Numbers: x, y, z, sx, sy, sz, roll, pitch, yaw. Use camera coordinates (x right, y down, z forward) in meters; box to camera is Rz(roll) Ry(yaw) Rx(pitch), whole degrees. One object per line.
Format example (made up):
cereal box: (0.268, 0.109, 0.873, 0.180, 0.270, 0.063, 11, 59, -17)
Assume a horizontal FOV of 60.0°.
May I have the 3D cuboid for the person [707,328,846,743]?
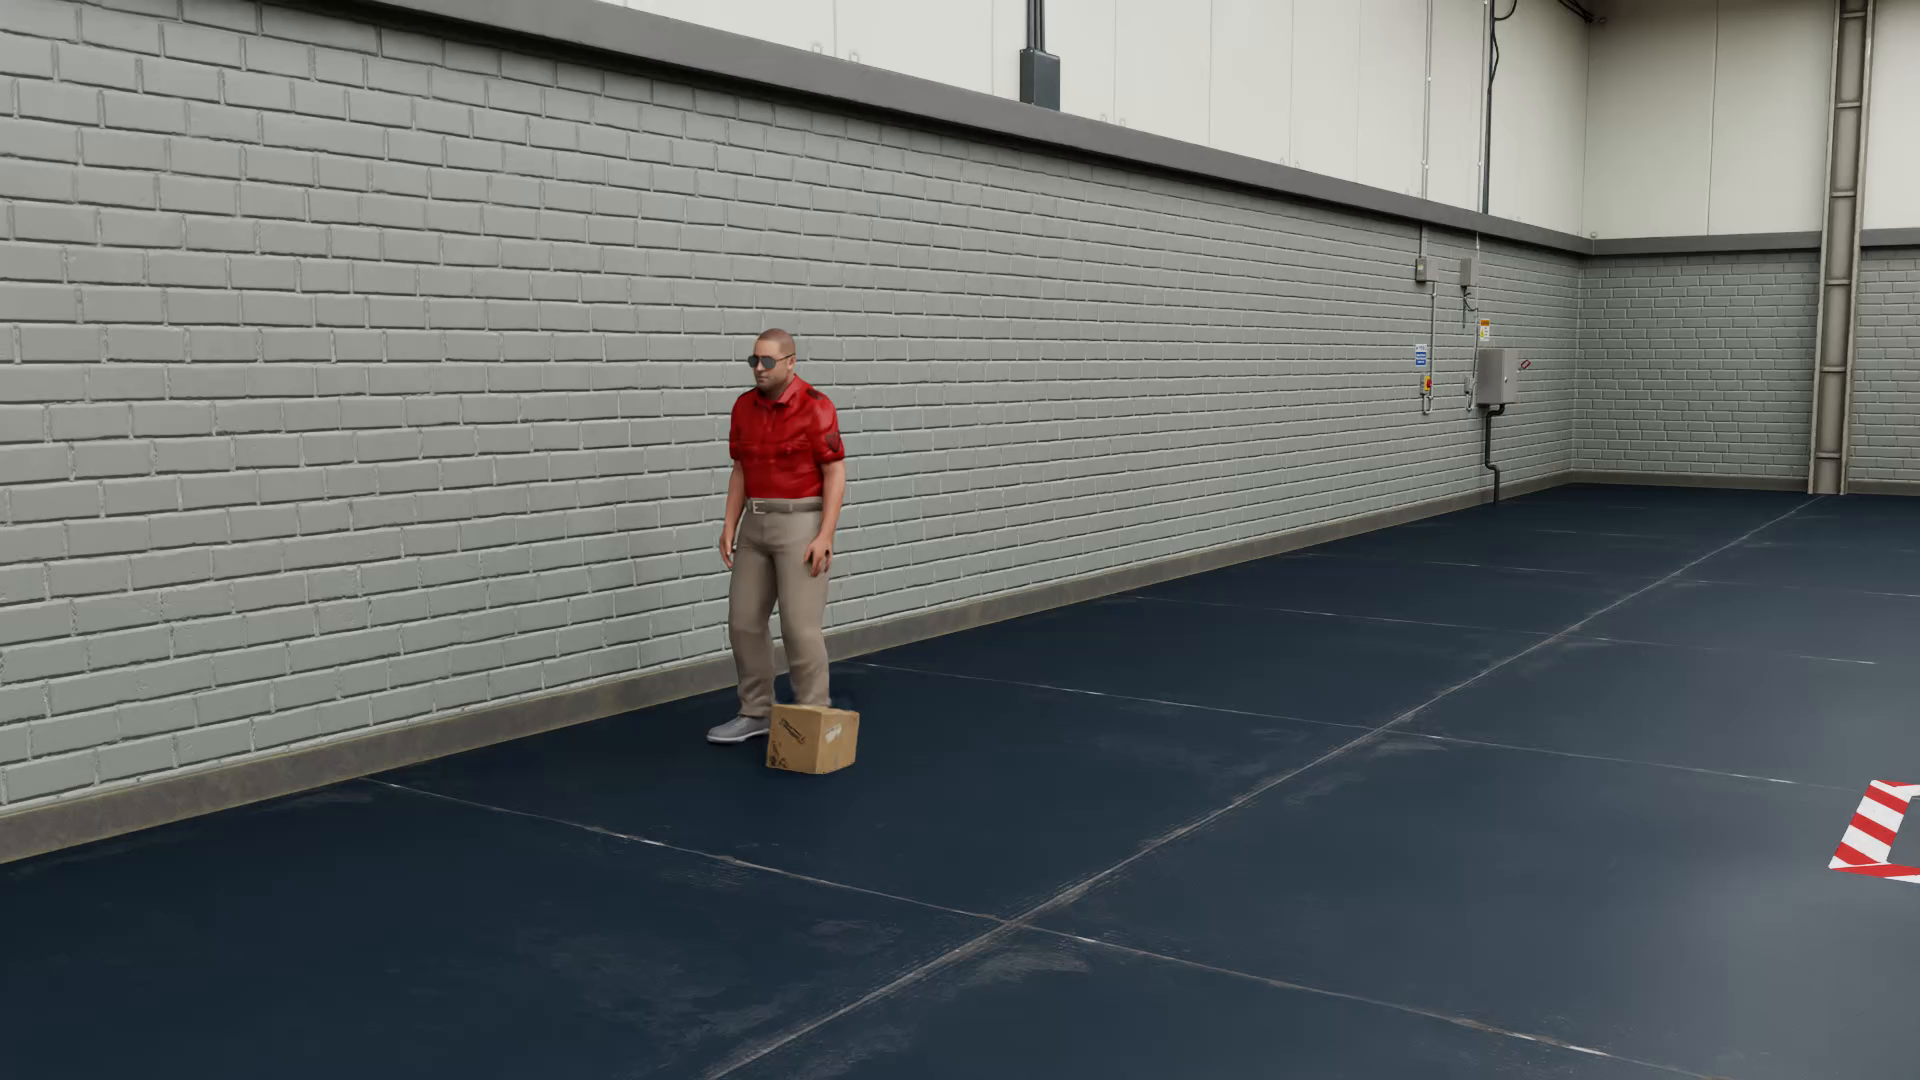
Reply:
person: (-0.745, -0.007, 6.899, 0.576, 1.727, 0.390, 4, 7, 32)
